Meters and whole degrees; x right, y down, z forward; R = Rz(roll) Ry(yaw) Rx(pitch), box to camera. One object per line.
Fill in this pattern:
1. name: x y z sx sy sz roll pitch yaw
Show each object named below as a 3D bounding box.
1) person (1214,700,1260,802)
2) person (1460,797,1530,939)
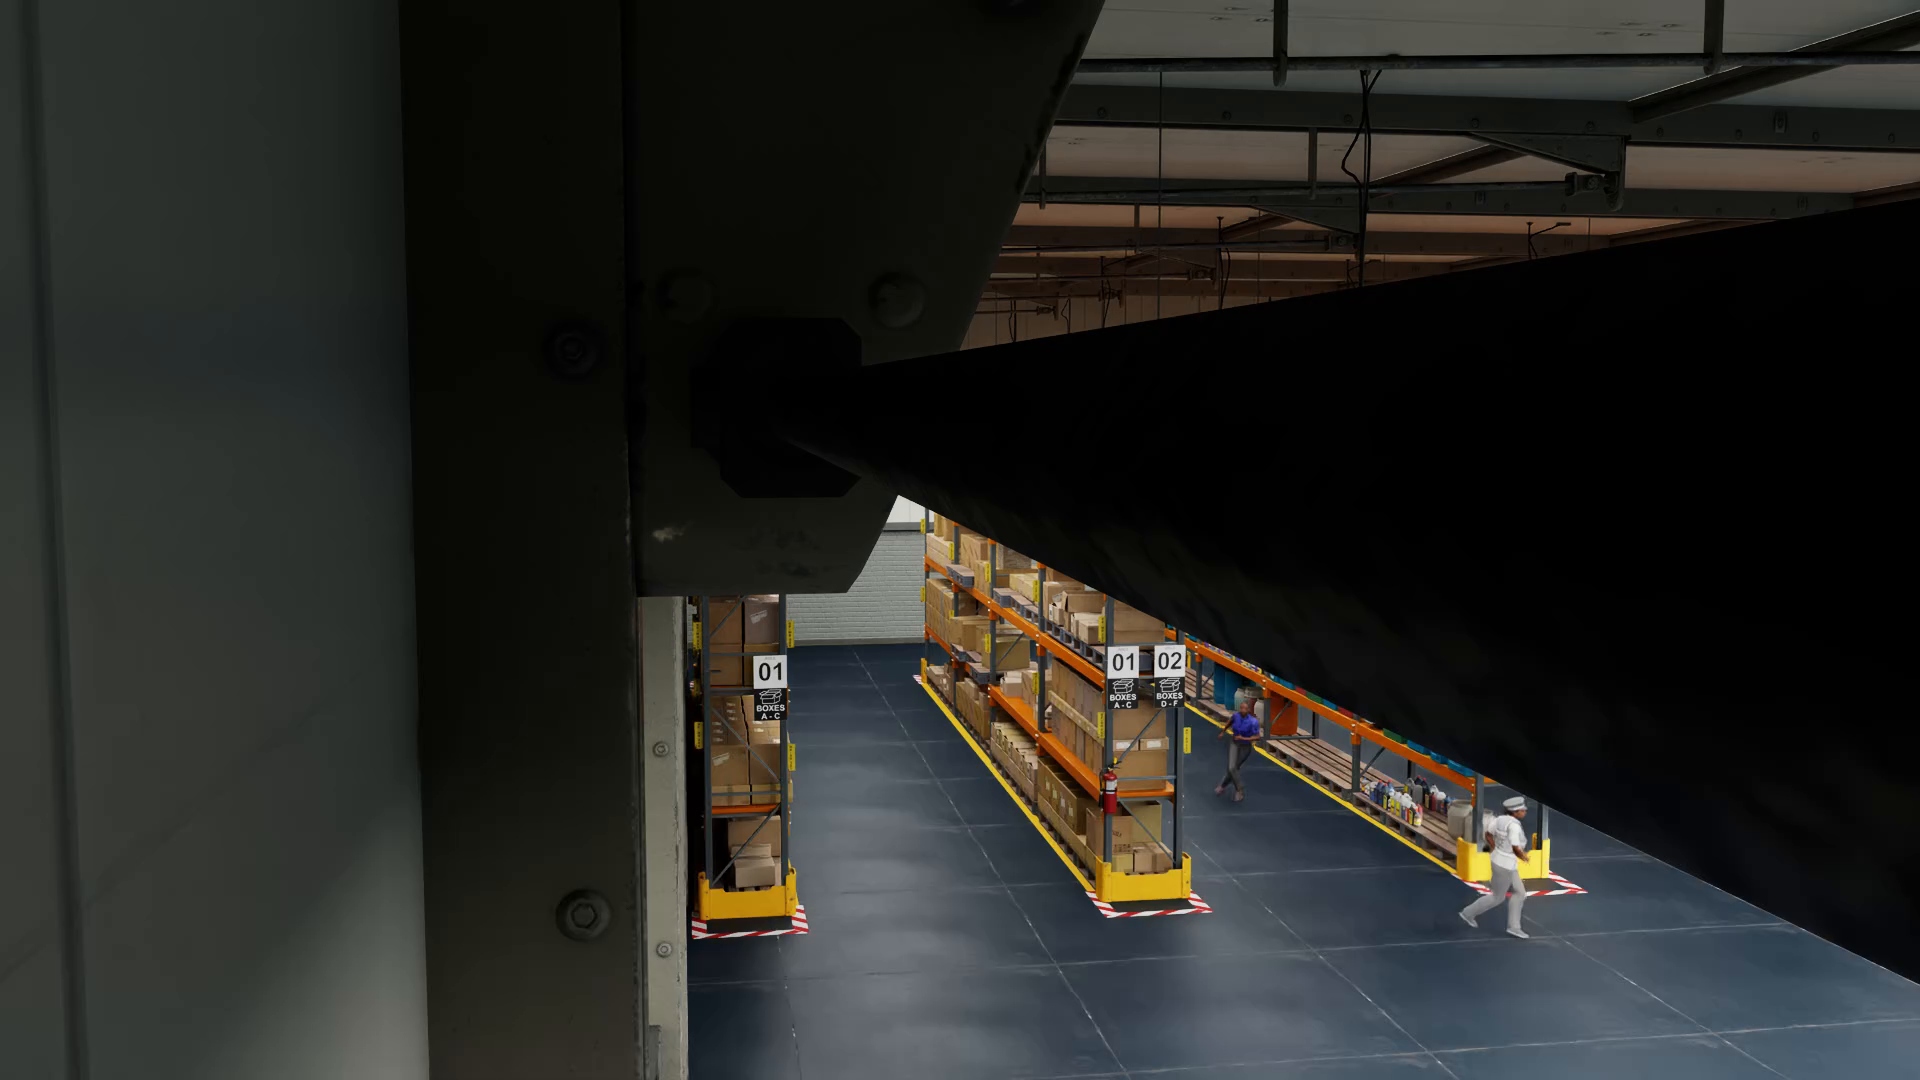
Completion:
1. person: 4.325 3.249 25.943 0.725 1.575 0.670 2 5 17
2. person: 6.245 3.810 19.353 0.788 1.671 0.538 1 5 10
